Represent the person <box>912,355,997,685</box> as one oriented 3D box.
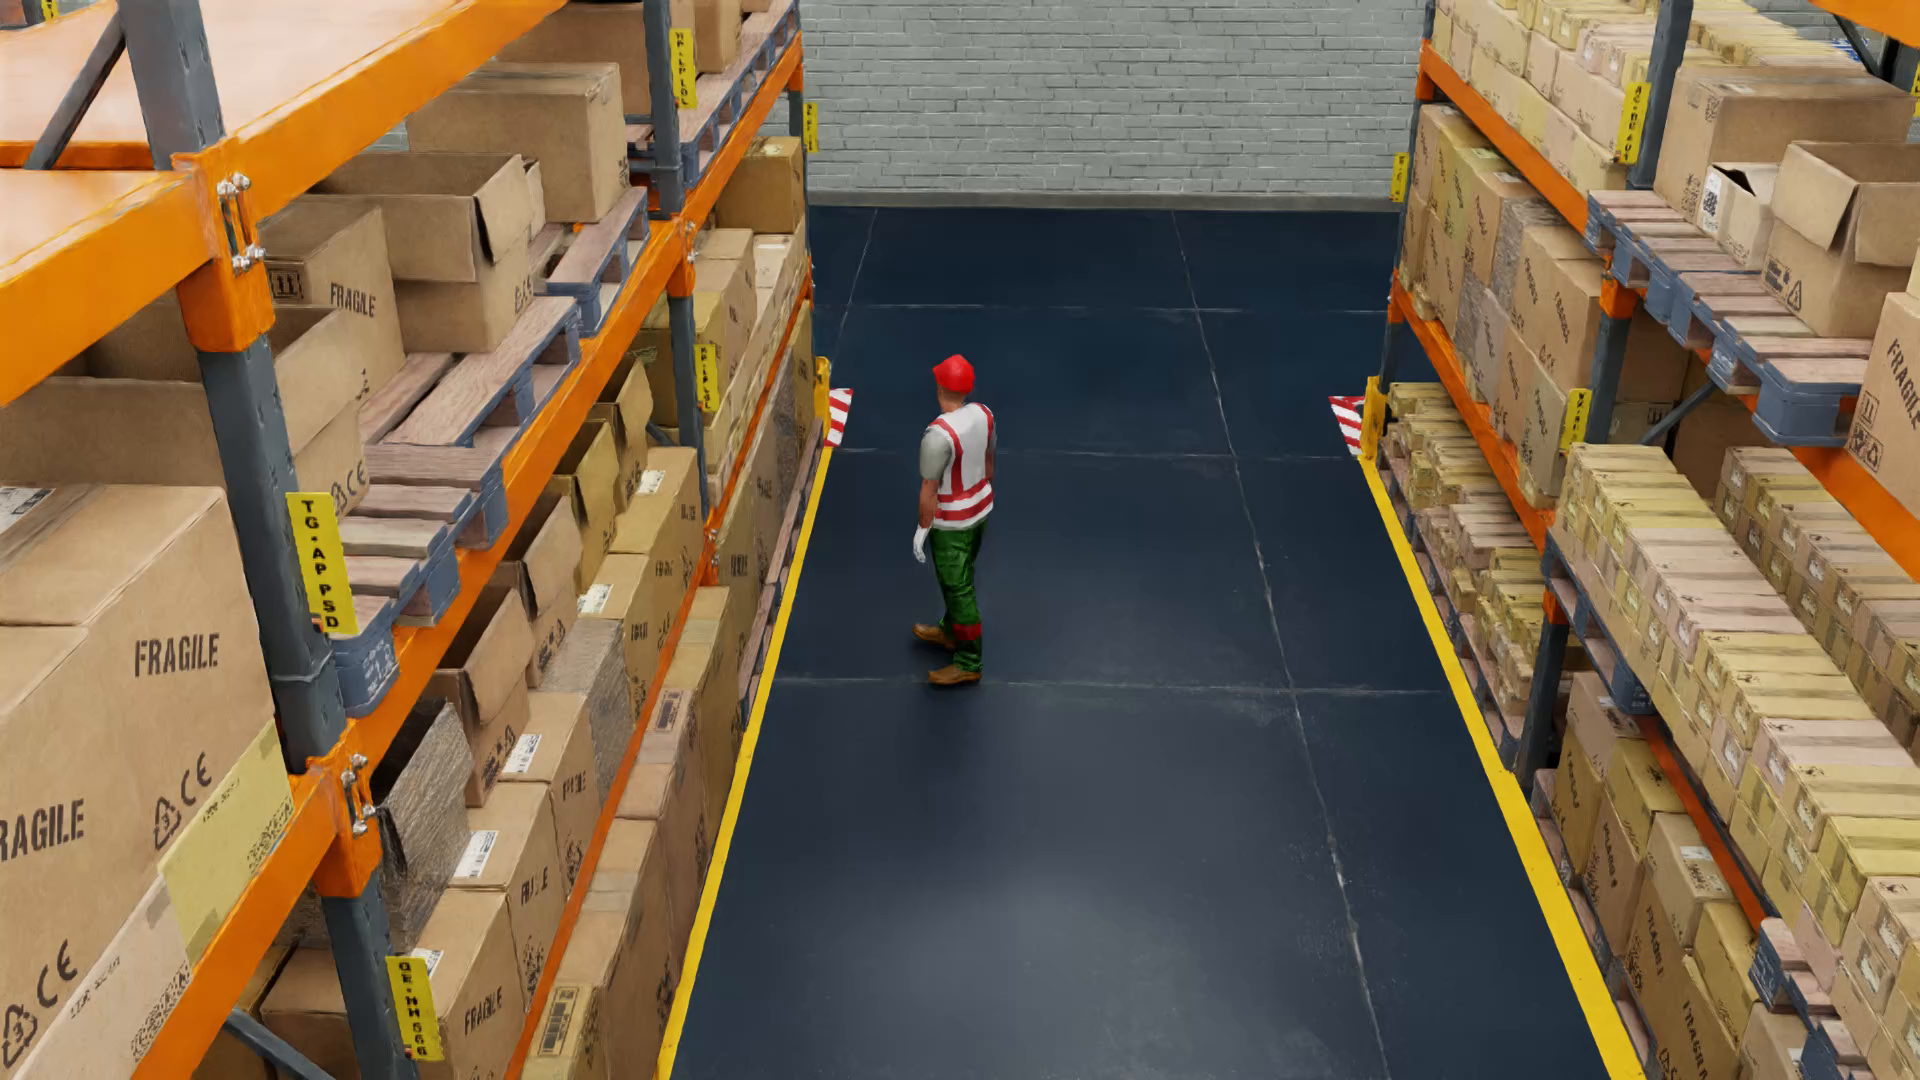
[{"bbox_3d":[-0.062,-0.146,8.817,0.569,1.786,0.663,16,32,27],"label":"person"}]
